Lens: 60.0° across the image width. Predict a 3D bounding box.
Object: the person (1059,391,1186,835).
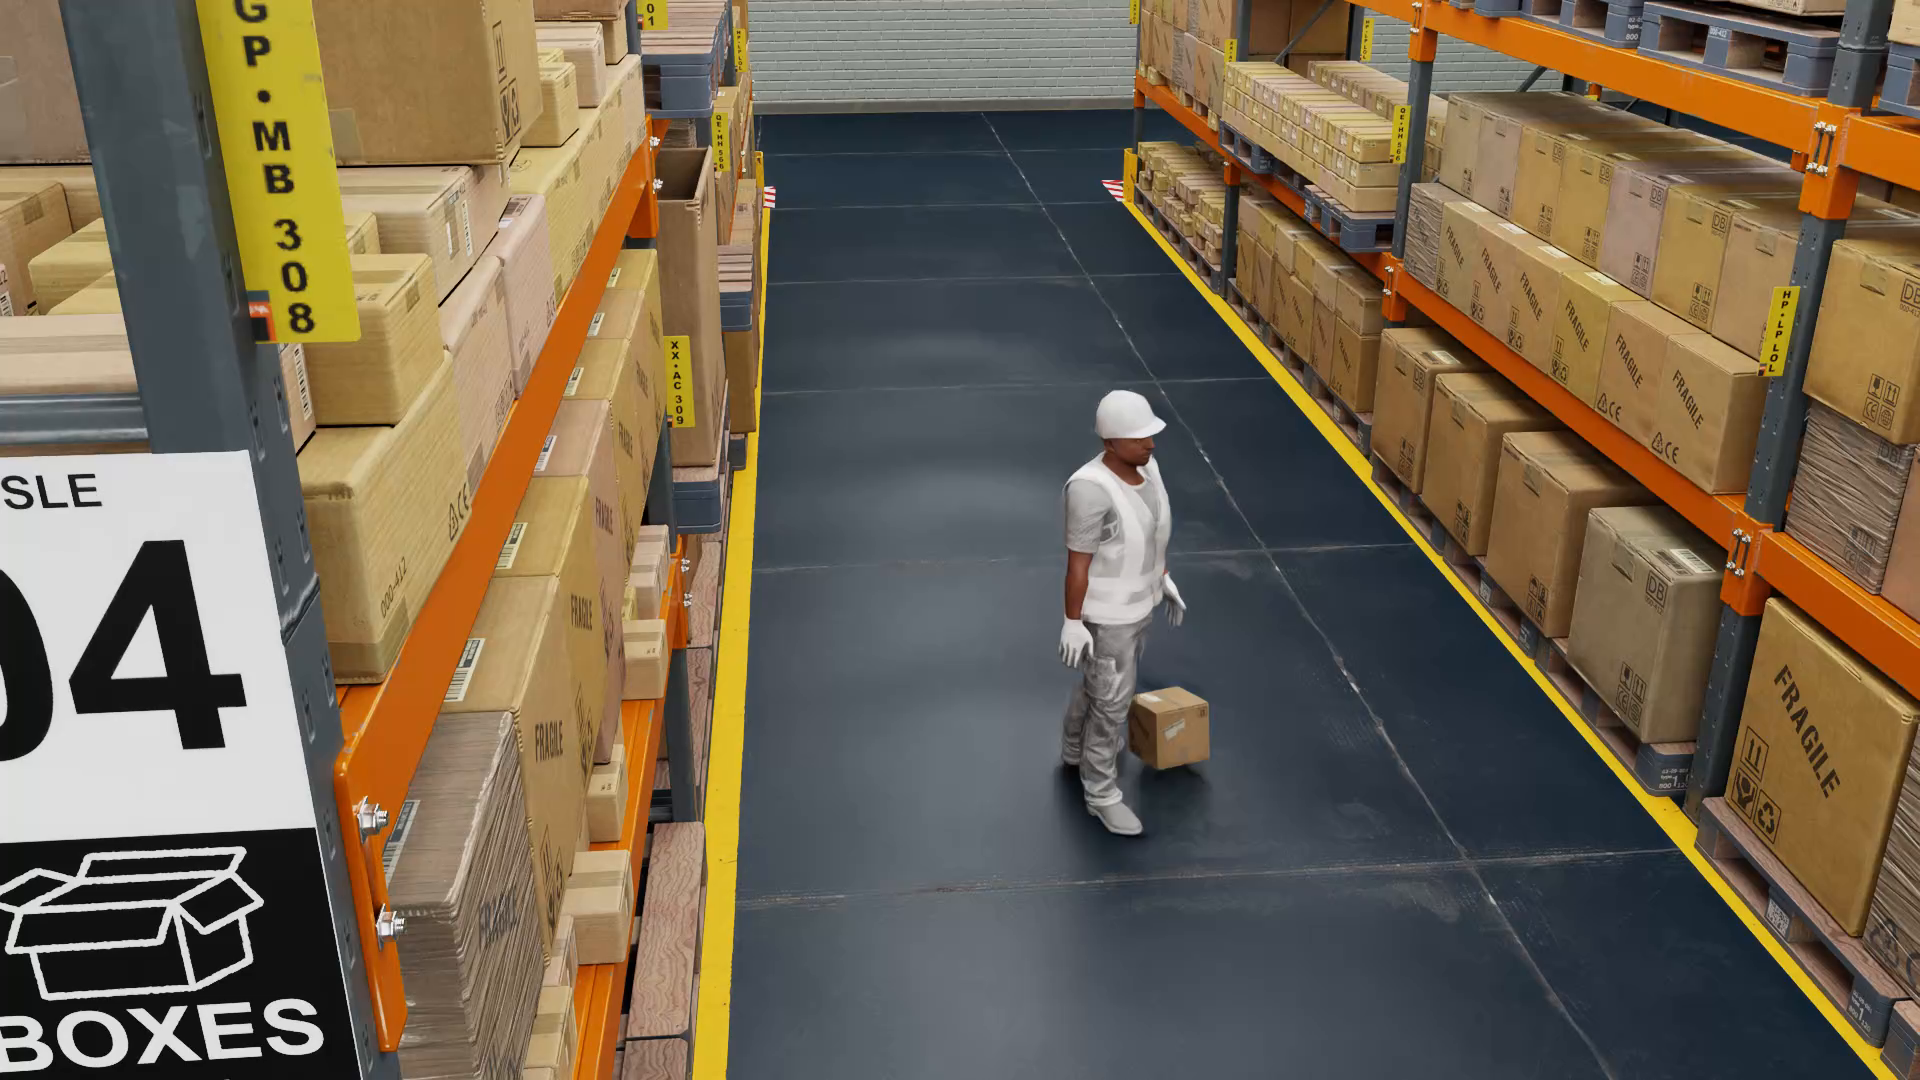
[{"bbox_3d":[0.601,0.229,6.542,0.518,1.783,0.691,12,26,25],"label":"person"}]
